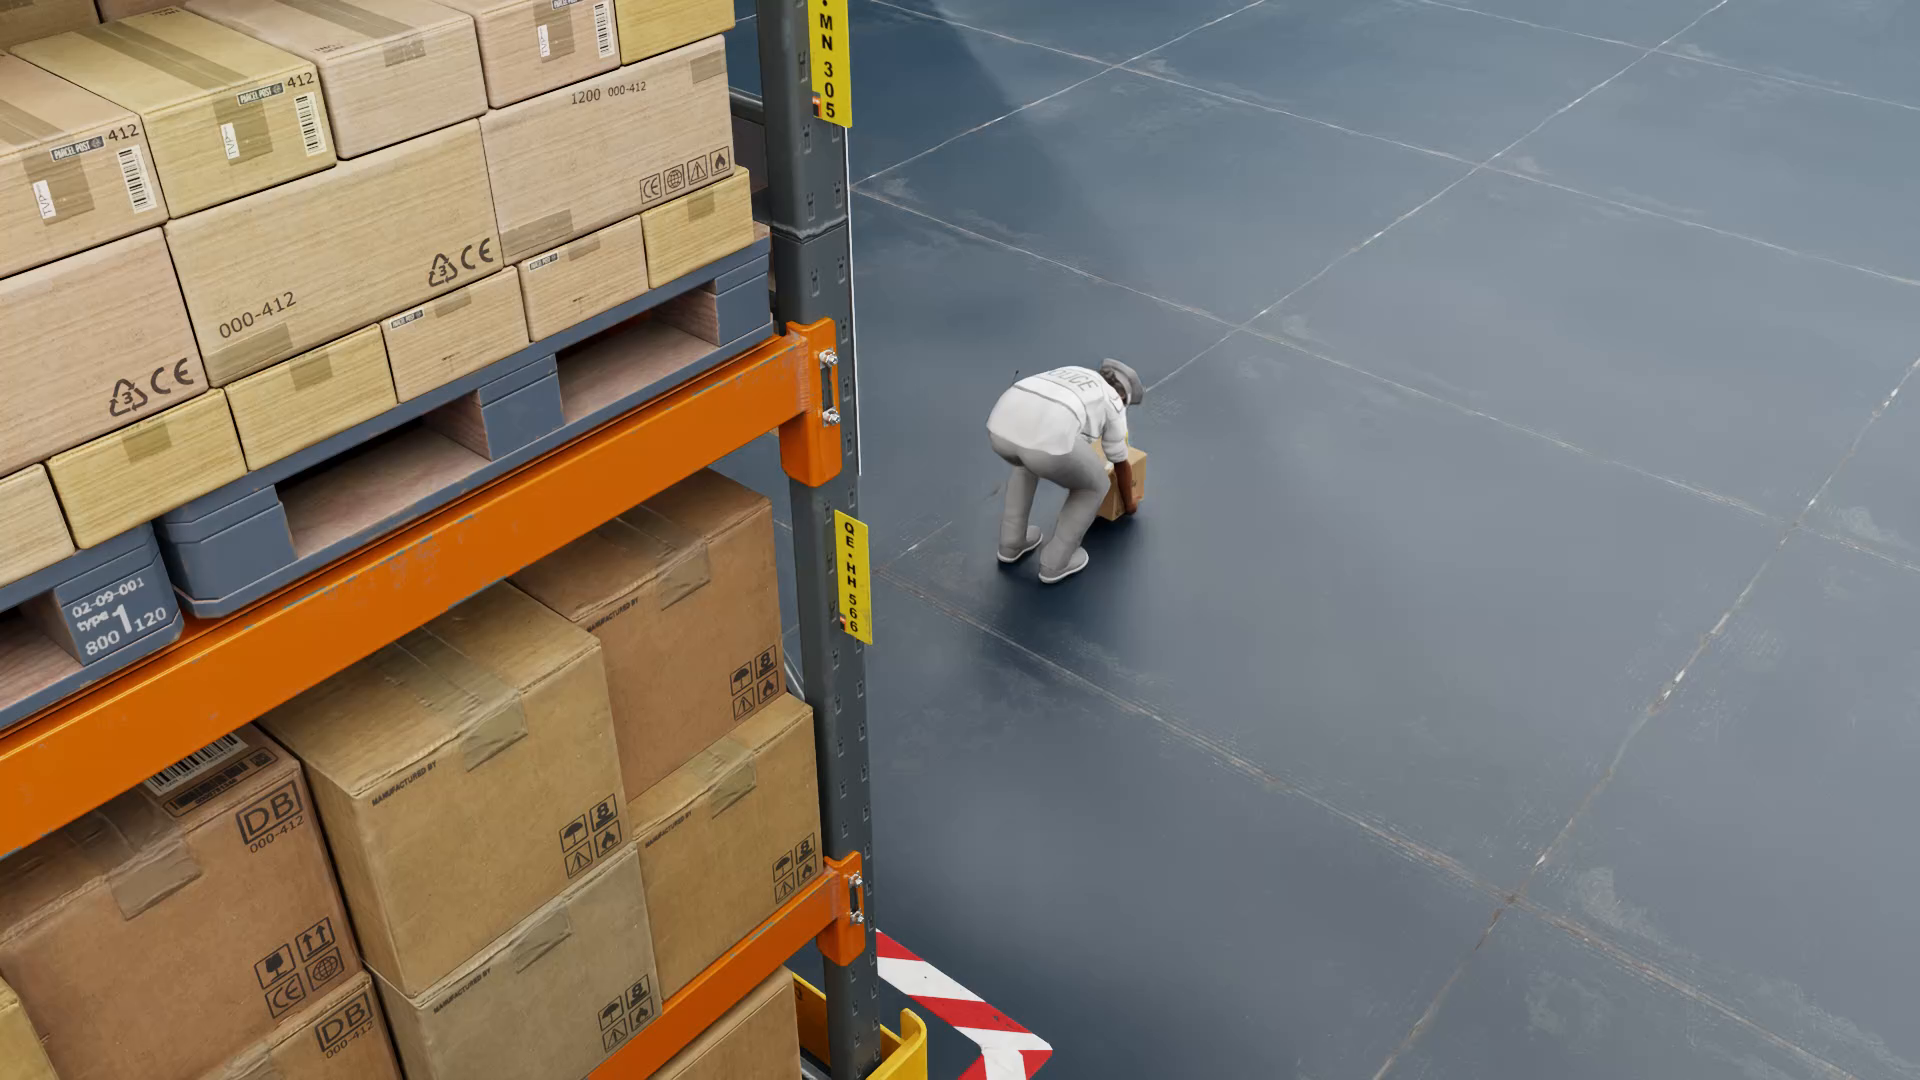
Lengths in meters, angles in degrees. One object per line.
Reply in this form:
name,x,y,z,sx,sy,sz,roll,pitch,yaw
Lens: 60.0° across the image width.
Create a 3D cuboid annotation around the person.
person,0.408,-0.600,7.039,0.414,1.622,0.563,25,42,31
